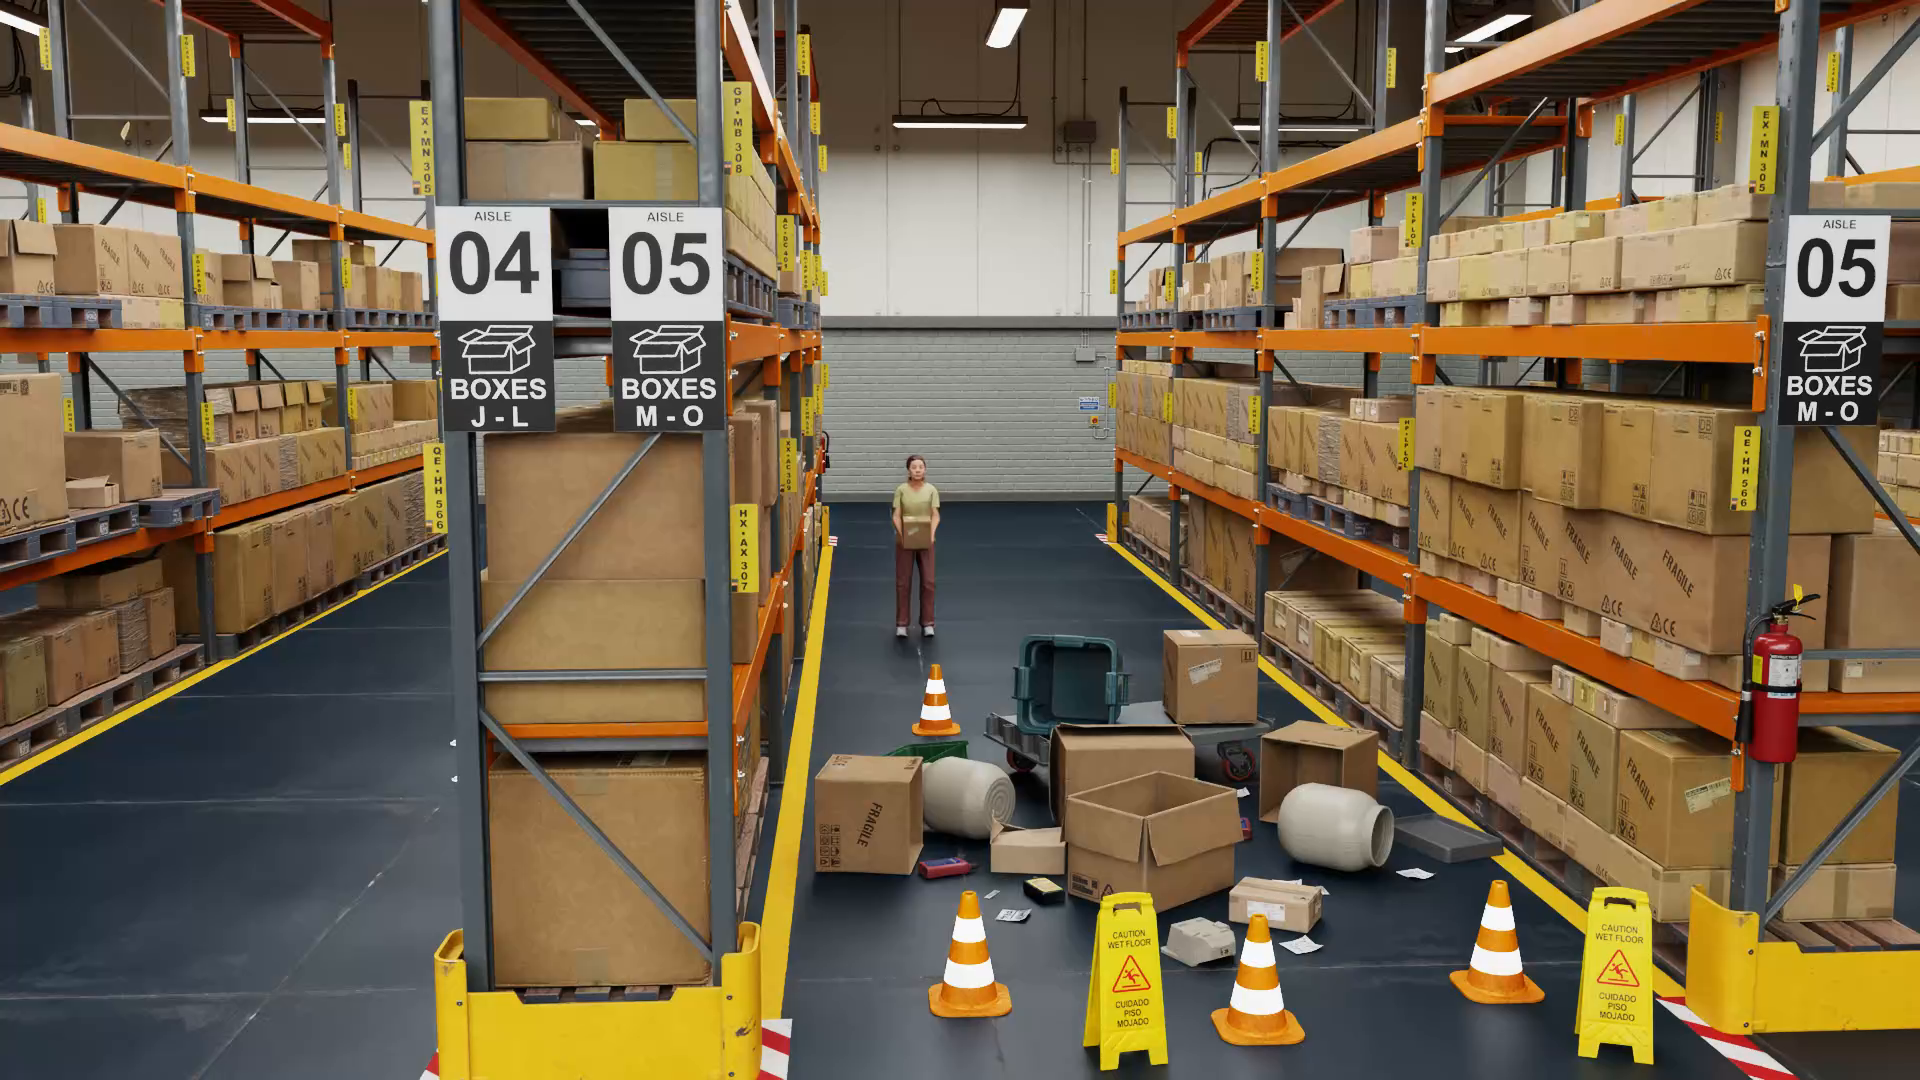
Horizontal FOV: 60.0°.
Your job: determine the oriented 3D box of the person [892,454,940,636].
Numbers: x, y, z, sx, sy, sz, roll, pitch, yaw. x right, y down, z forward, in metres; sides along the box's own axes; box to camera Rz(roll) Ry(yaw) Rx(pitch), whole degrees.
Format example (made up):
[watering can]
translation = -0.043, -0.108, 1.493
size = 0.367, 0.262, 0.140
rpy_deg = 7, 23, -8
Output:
[person]
translation = -0.401, 0.180, 15.333
size = 0.452, 1.418, 0.506
rpy_deg = 0, 7, -4
